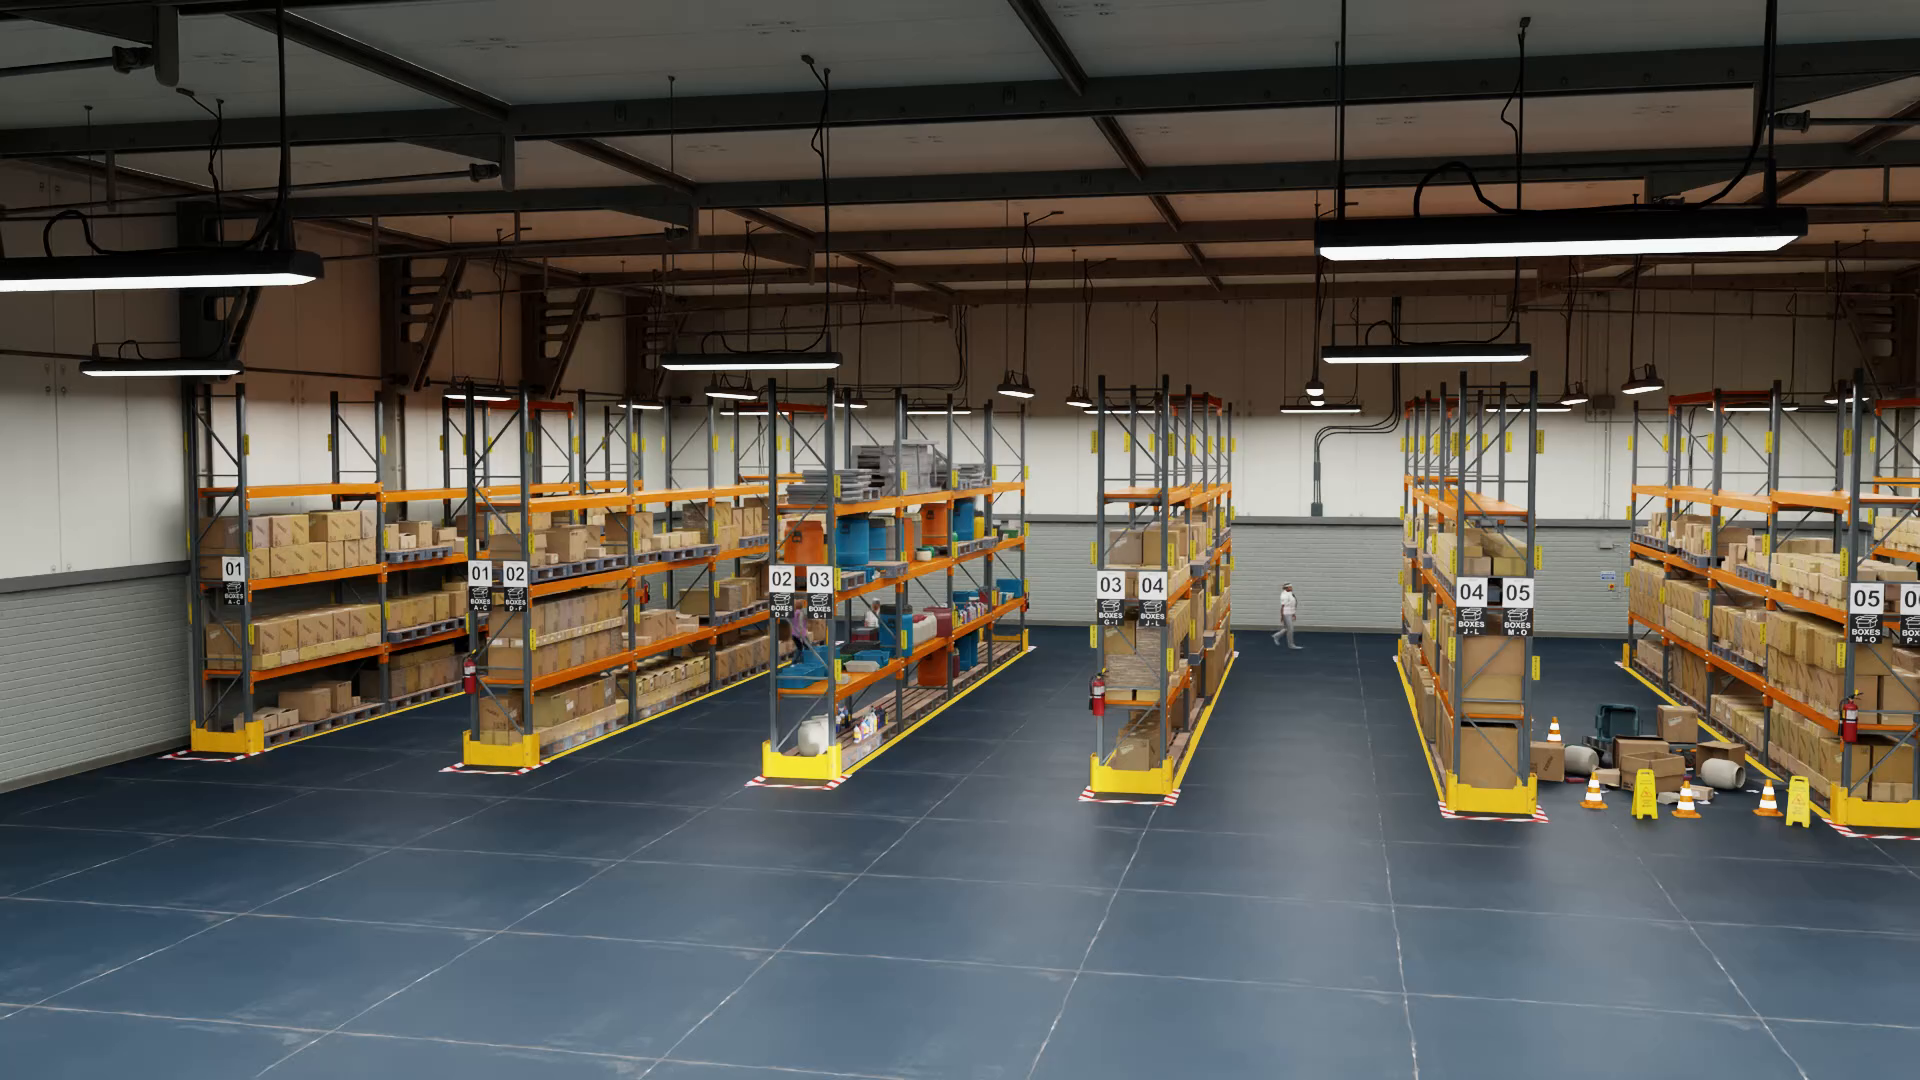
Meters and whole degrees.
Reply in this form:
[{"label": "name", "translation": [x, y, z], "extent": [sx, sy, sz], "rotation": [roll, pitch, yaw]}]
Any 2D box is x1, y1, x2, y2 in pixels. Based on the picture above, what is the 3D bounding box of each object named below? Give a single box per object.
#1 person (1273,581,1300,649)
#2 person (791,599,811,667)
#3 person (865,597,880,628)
[{"label": "person", "translation": [8.013, 1.830, 40.861], "extent": [0.769, 1.664, 0.487], "rotation": [3, 4, 39]}, {"label": "person", "translation": [-3.430, 2.009, 35.298], "extent": [0.439, 1.504, 0.535], "rotation": [2, 4, 30]}, {"label": "person", "translation": [-1.764, 2.030, 35.660], "extent": [0.572, 1.622, 0.624], "rotation": [1, 3, 14]}]
